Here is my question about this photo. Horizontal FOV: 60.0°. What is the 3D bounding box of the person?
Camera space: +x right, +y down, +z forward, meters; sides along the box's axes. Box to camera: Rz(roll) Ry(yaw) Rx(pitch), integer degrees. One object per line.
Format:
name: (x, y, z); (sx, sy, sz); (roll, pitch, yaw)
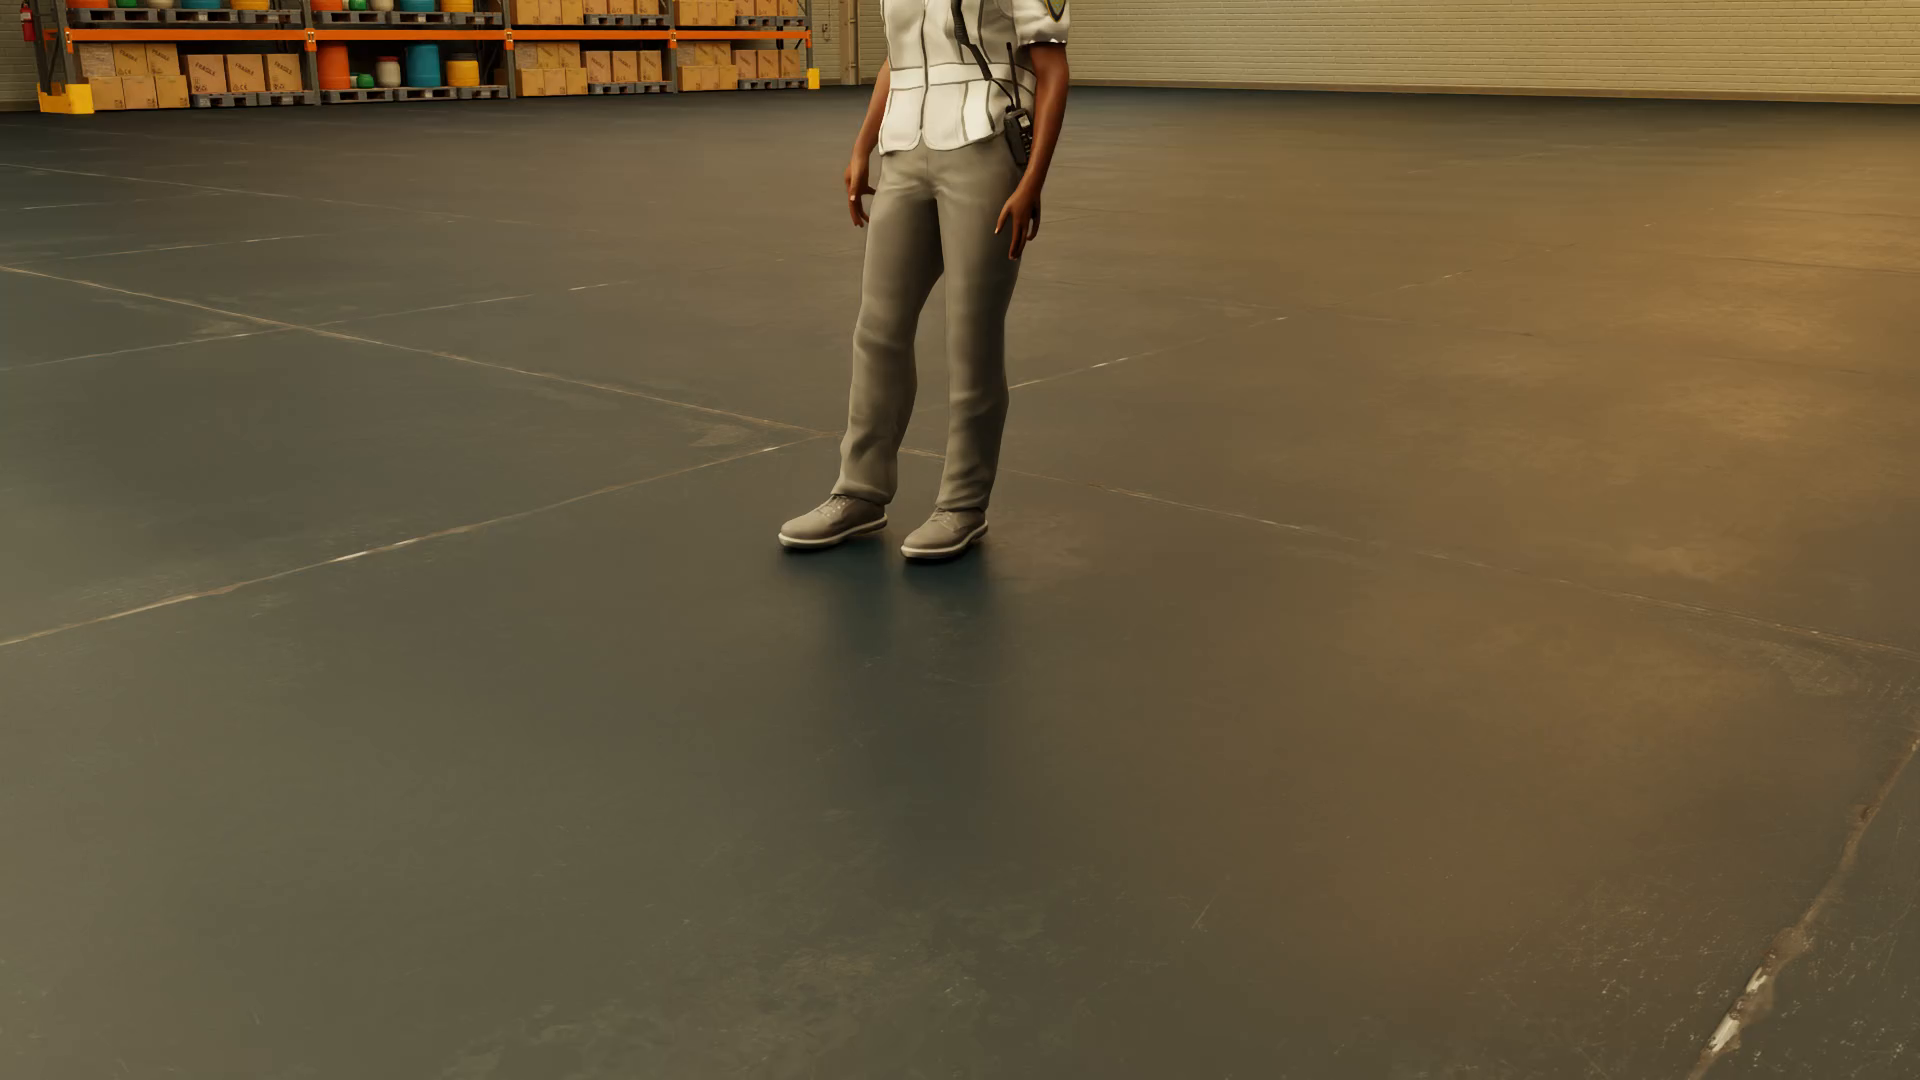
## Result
person: (-0.063, -0.803, 3.651); (0.569, 1.692, 0.530); (13, 21, 37)
